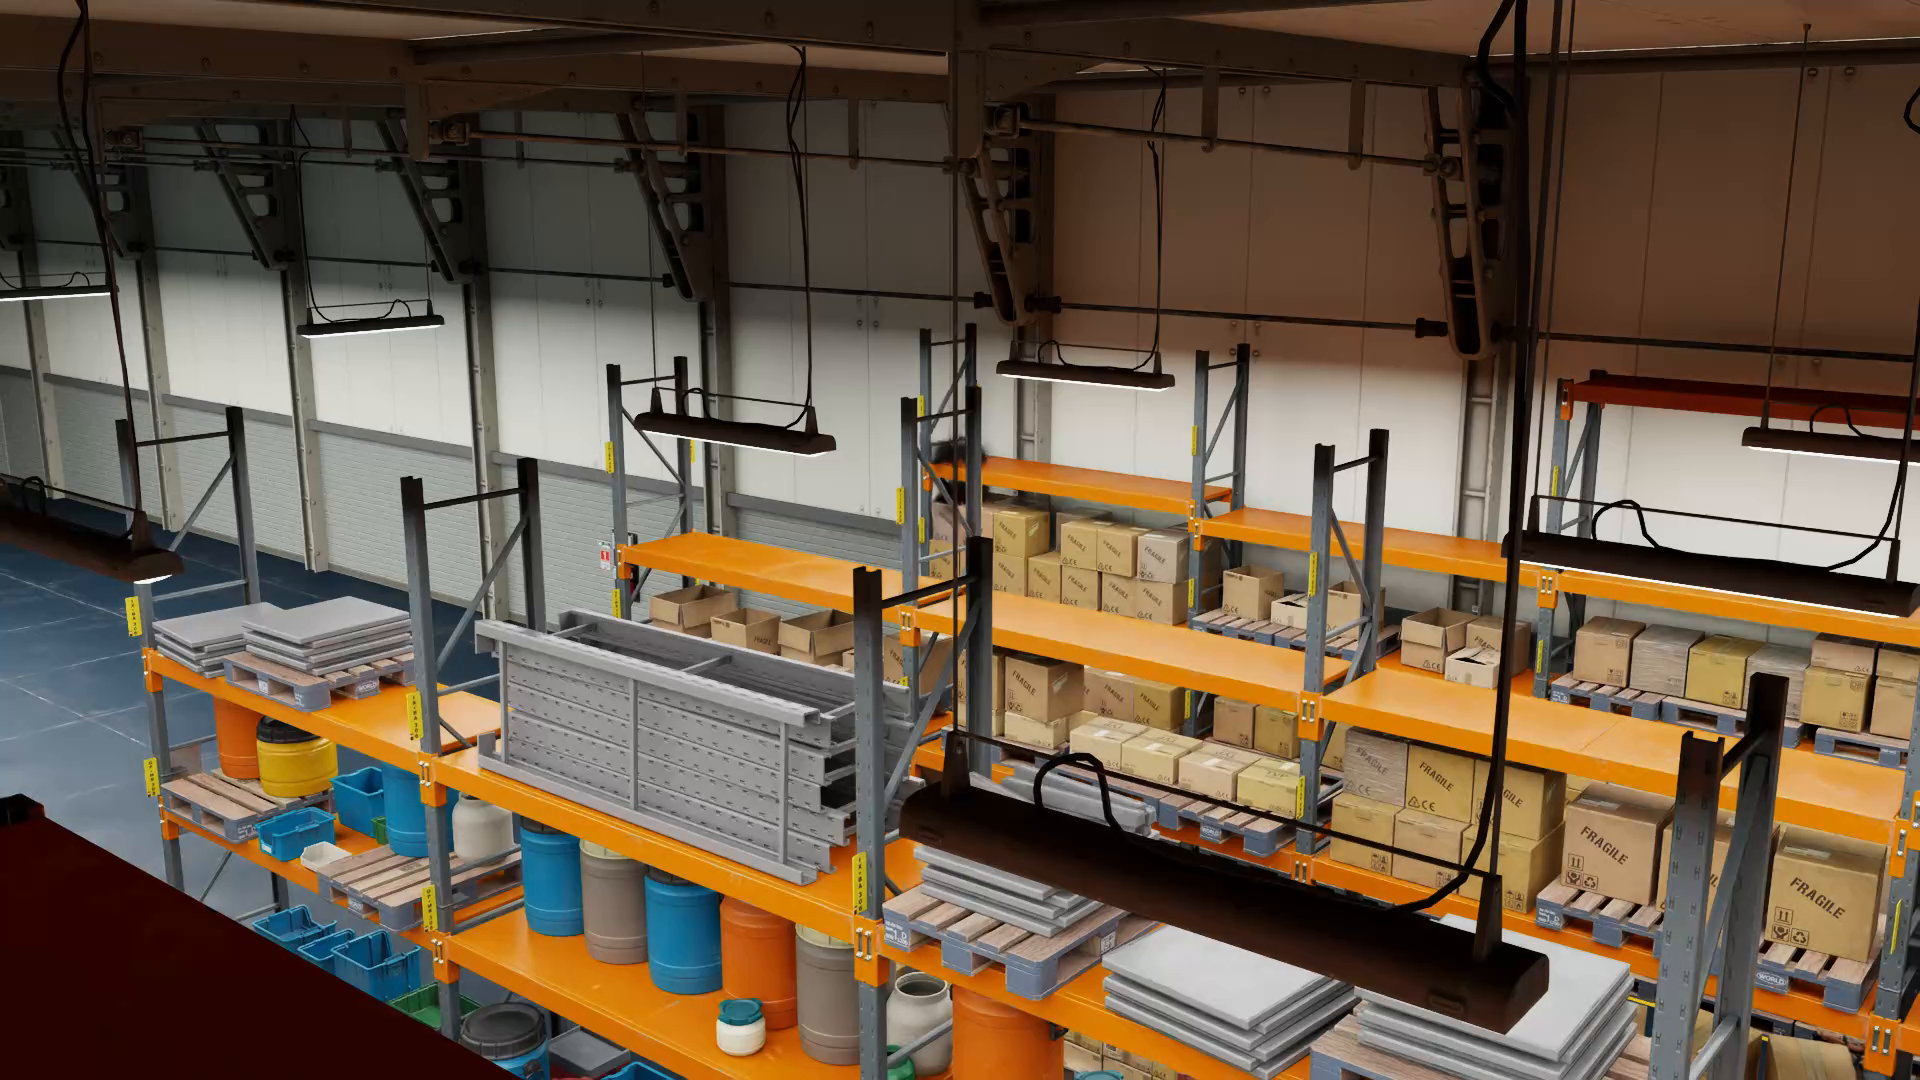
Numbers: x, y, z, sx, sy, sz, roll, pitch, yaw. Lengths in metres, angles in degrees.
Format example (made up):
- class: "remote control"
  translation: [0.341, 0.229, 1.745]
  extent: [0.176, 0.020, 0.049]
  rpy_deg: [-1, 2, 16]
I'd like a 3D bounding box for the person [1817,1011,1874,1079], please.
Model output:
- class: "person"
  translation: [7.336, 4.249, 13.586]
  extent: [0.628, 1.662, 0.552]
  rpy_deg: [6, 14, 26]
